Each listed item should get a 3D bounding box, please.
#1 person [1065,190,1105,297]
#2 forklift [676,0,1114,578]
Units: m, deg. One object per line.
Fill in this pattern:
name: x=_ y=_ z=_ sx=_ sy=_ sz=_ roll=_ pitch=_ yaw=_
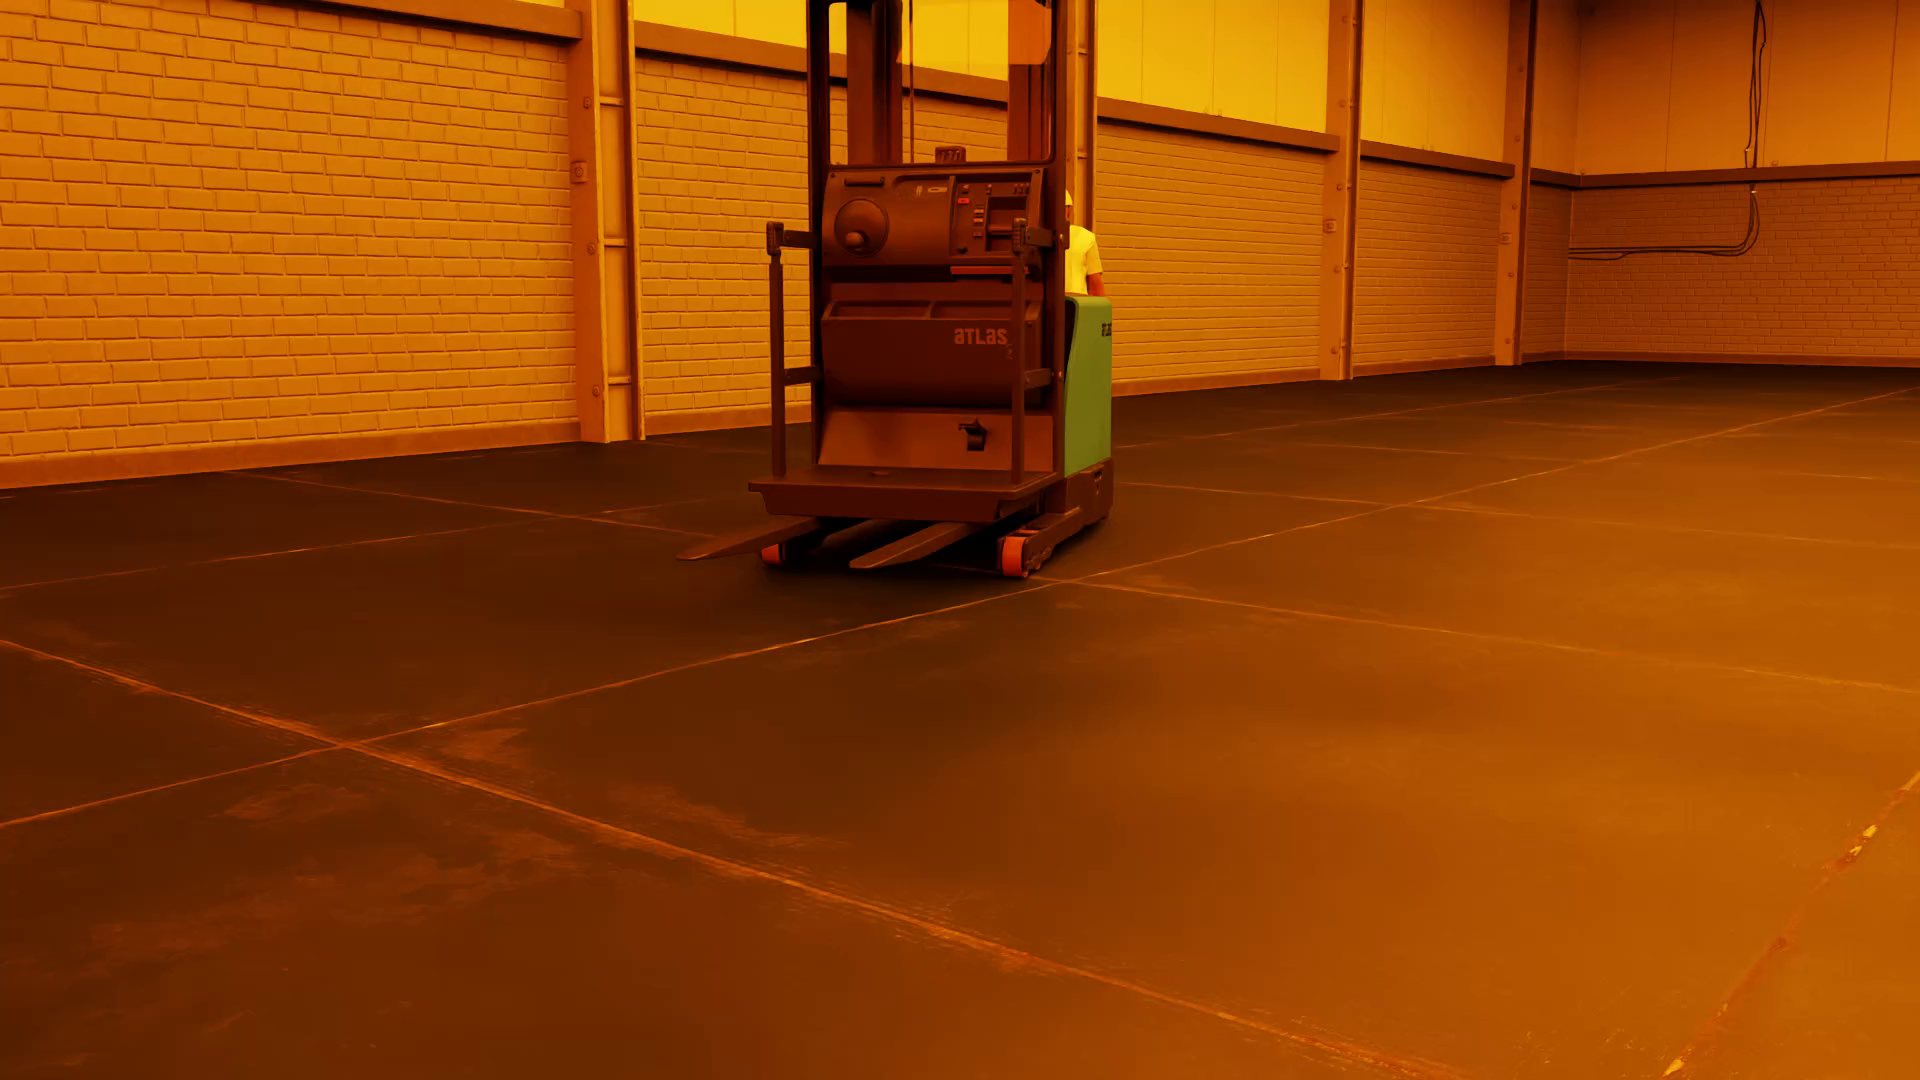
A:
person: x=0.622 y=-1.356 z=10.565 sx=0.618 sy=1.772 sz=0.451 roll=1 pitch=8 yaw=9
forklift: x=-0.176 y=-1.366 z=6.616 sx=1.130 sy=2.935 sz=3.031 roll=3 pitch=9 yaw=17
